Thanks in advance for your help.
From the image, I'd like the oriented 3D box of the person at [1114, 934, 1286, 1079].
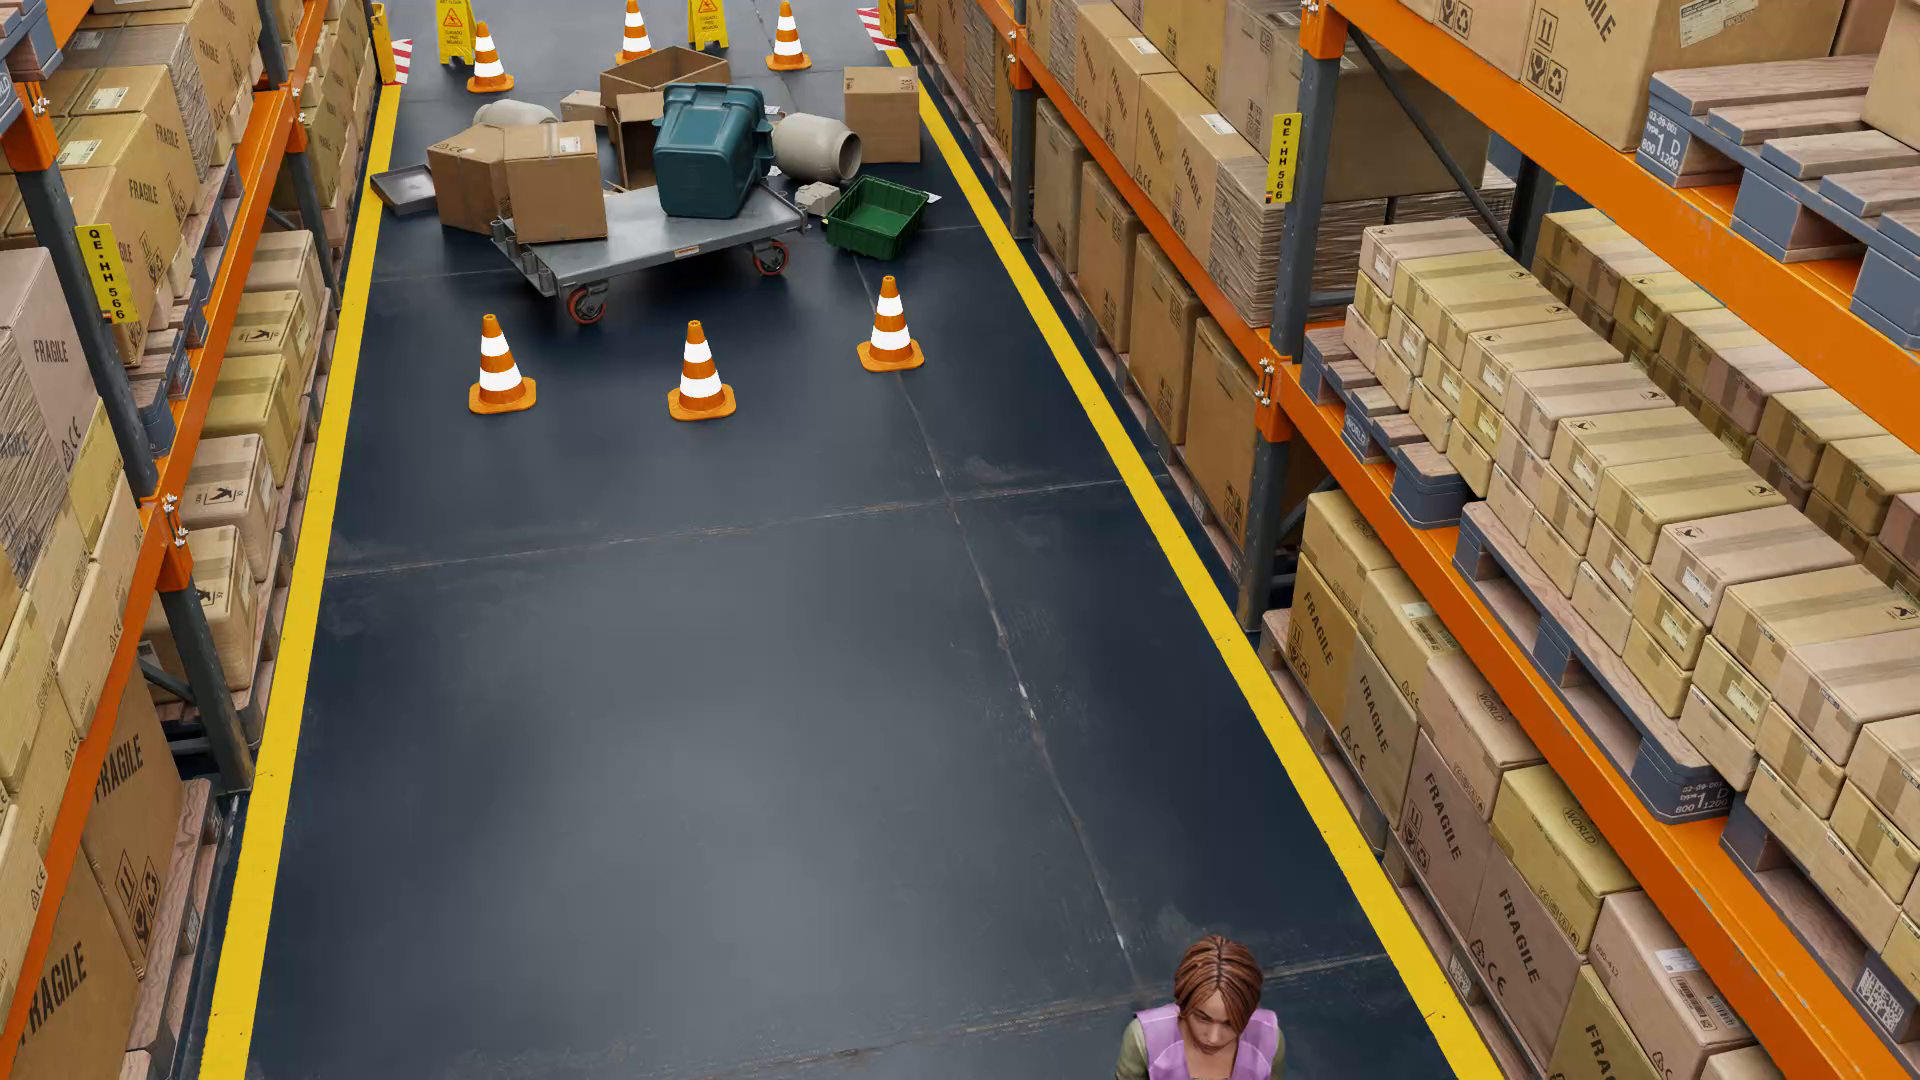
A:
[{"bbox_3d":[0.534,1.529,3.916,0.422,1.586,0.459,-1,35,-2],"label":"person"}]
